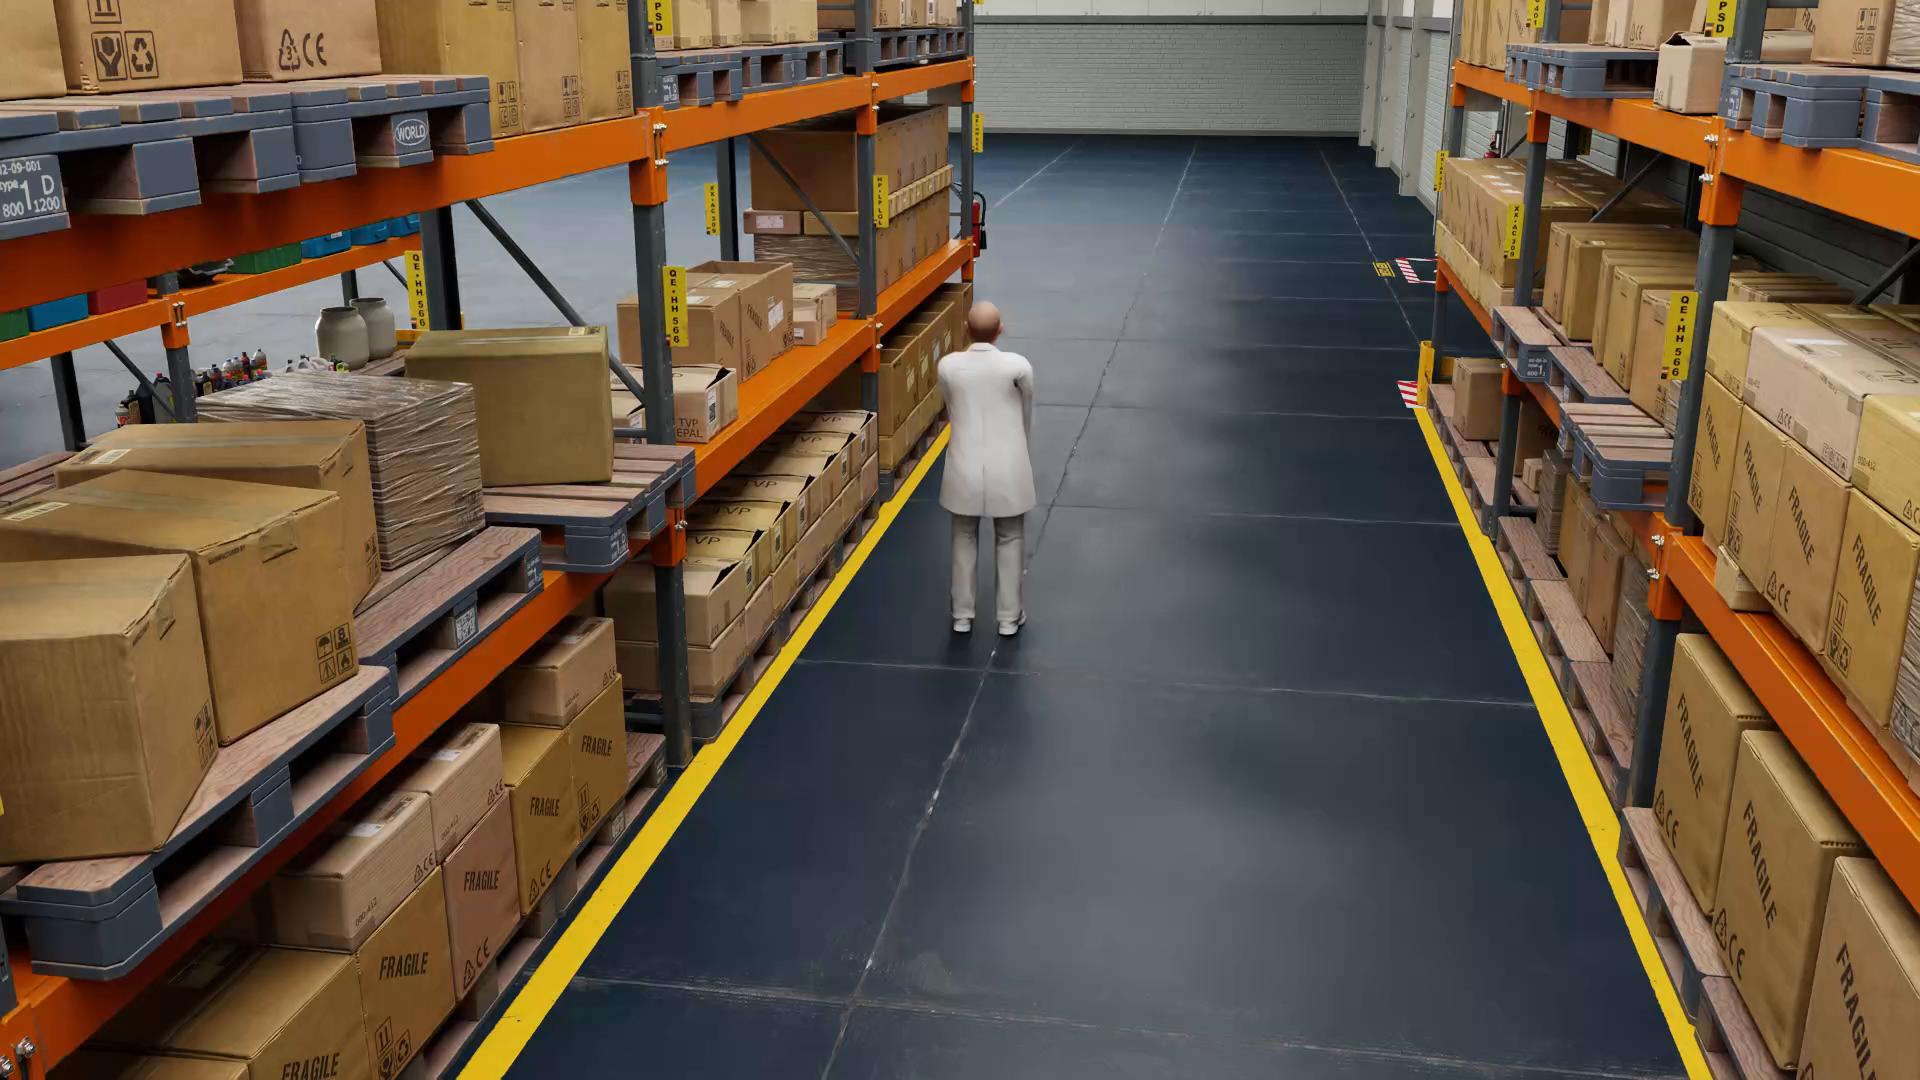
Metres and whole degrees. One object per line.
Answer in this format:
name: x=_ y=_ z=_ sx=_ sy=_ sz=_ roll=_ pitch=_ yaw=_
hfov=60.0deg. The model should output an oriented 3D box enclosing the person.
person: x=0.155 y=-0.407 z=8.863 sx=0.527 sy=1.780 sz=0.551 roll=3 pitch=18 yaw=8
